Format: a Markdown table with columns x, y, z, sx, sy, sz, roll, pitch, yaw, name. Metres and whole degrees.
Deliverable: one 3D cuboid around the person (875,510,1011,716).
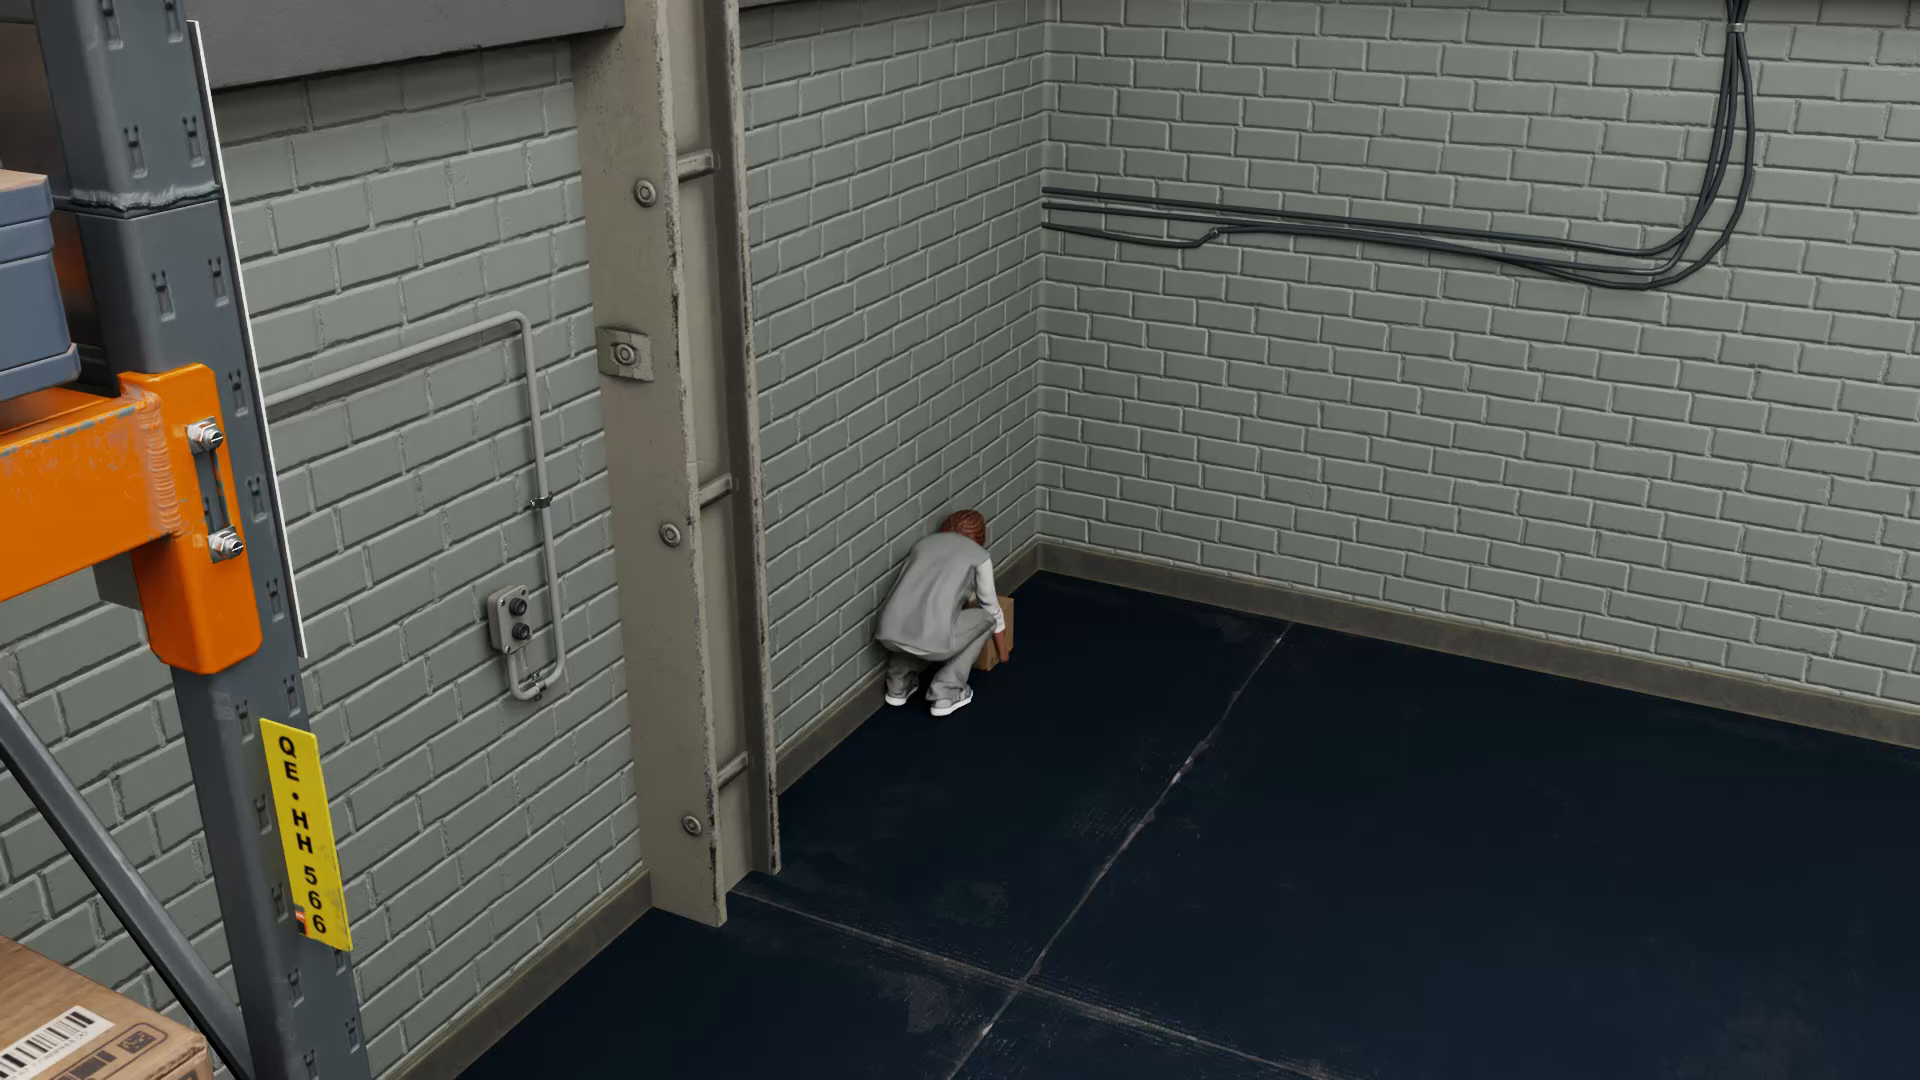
| x | y | z | sx | sy | sz | roll | pitch | yaw | name |
| --- | --- | --- | --- | --- | --- | --- | --- | --- | --- |
| -0.077 | 0.340 | 7.050 | 0.433 | 0.753 | 0.840 | 11 | 25 | 24 | person |
